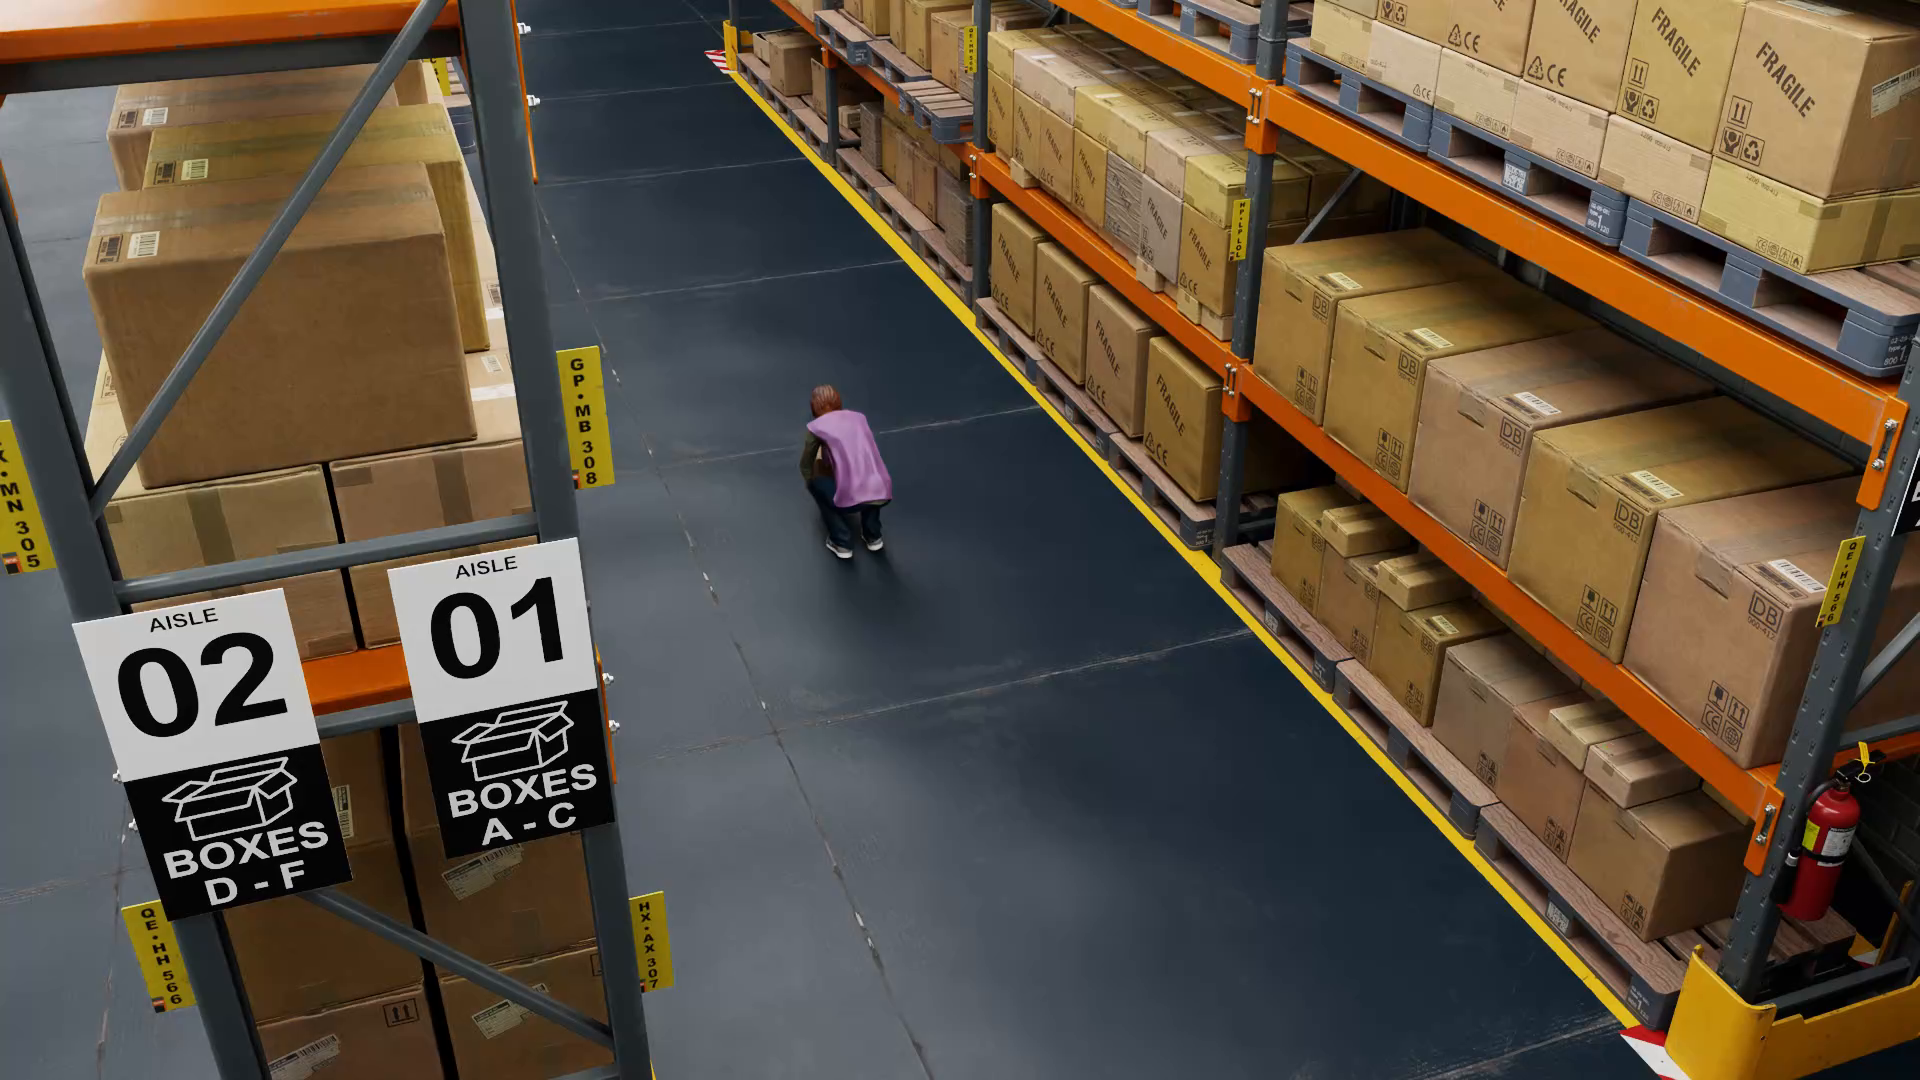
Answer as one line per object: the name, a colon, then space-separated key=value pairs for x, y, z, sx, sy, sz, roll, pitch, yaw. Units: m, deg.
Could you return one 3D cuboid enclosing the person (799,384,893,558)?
person: x=-0.667 y=-0.392 z=9.708 sx=0.442 sy=0.902 sz=0.806 roll=-11 pitch=32 yaw=-18
